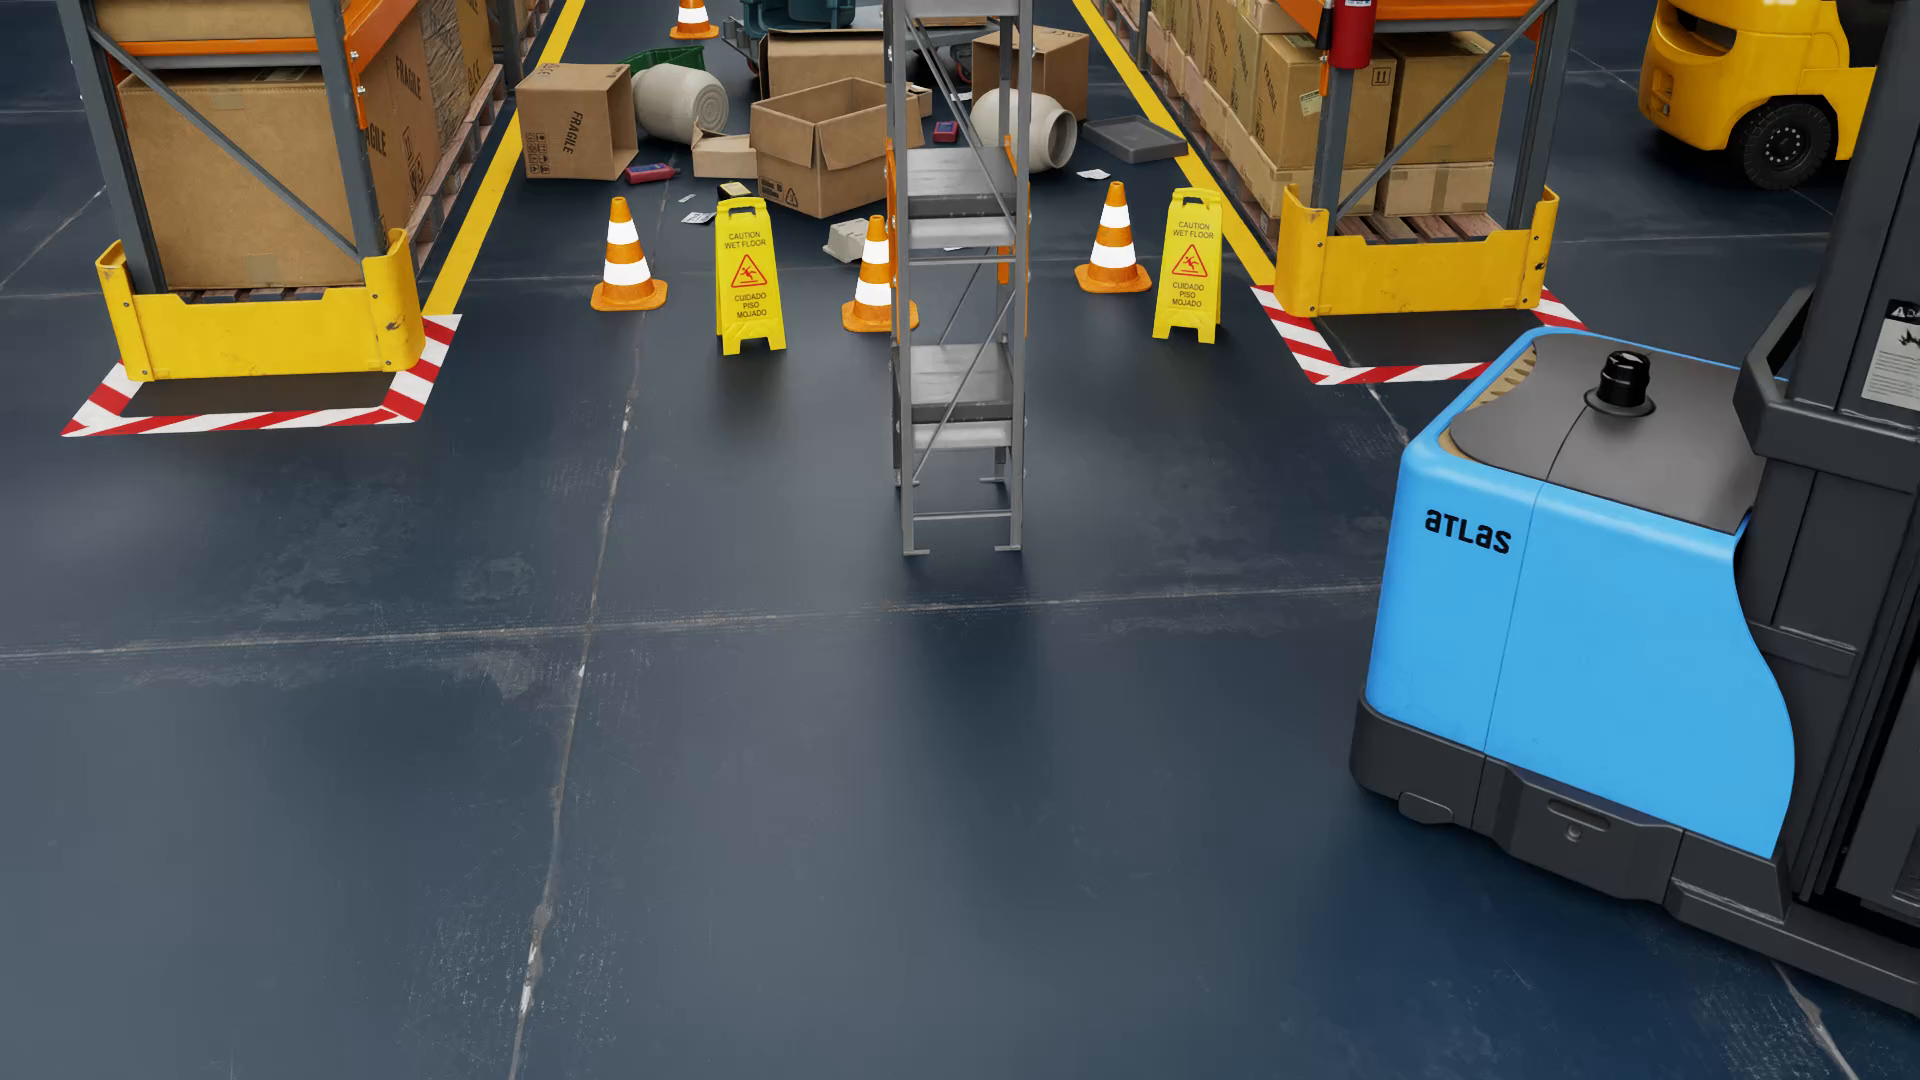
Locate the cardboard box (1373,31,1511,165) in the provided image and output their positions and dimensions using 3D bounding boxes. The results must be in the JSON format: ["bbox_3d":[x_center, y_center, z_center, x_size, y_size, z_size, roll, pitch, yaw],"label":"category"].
[{"bbox_3d":[2.239,-2.113,7.902,0.500,0.500,0.500,-4,31,-6],"label":"cardboard box"}]

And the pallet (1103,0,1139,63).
[{"bbox_3d":[1.594,-3.596,11.565,1.003,0.211,1.213,-3,31,-5],"label":"pallet"}]

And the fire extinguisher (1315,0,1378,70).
[{"bbox_3d":[1.593,-2.240,6.650,0.296,0.674,0.183,-3,31,-5],"label":"fire extinguisher"}]

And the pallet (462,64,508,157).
[{"bbox_3d":[-3.258,-2.518,9.760,1.003,0.211,1.213,-3,31,-5],"label":"pallet"}]

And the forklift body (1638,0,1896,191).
[{"bbox_3d":[4.990,-3.110,8.859,2.313,2.155,1.214,-3,31,-5],"label":"forklift body"}]

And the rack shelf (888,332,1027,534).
[{"bbox_3d":[-0.015,-0.373,5.719,0.431,0.518,0.480,-3,31,-5],"label":"rack shelf"}]

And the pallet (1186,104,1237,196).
[{"bbox_3d":[1.883,-2.233,9.283,1.003,0.211,1.213,-3,31,-5],"label":"pallet"}]

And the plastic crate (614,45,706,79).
[{"bbox_3d":[-1.931,-2.899,10.364,0.450,0.188,0.662,4,30,26],"label":"plastic crate"}]

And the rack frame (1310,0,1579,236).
[{"bbox_3d":[2.041,-2.354,6.765,1.000,3.000,0.127,-3,31,-5],"label":"rack frame"}]

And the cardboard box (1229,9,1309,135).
[{"bbox_3d":[1.655,-2.338,8.280,0.500,0.500,0.500,-2,31,-3],"label":"cardboard box"}]

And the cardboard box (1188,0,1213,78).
[{"bbox_3d":[1.563,-2.866,9.164,0.500,0.500,0.500,-1,31,-2],"label":"cardboard box"}]

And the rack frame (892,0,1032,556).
[{"bbox_3d":[0.007,-0.861,5.144,0.400,2.100,0.015,-3,31,-5],"label":"rack frame"}]

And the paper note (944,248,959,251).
[{"bbox_3d":[-0.029,-1.466,8.175,0.148,0.019,0.142,-14,33,-22],"label":"paper note"}]

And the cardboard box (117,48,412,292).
[{"bbox_3d":[-3.007,-1.676,7.294,0.875,0.875,0.875,-3,31,-4],"label":"cardboard box"}]

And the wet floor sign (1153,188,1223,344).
[{"bbox_3d":[0.994,-1.195,7.121,0.267,0.644,0.232,8,32,13],"label":"wet floor sign"}]

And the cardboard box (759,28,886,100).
[{"bbox_3d":[-0.739,-2.593,9.468,0.797,0.637,0.503,-3,31,-5],"label":"cardboard box"}]

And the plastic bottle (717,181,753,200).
[{"bbox_3d":[-1.195,-1.829,8.753,0.133,0.061,0.283,-14,33,-22],"label":"plastic bottle"}]

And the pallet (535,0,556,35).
[{"bbox_3d":[-3.515,-3.925,12.115,1.003,0.211,1.213,-3,31,-5],"label":"pallet"}]

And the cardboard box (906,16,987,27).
[{"bbox_3d":[-0.102,-3.547,10.463,0.500,0.500,0.500,-3,31,-5],"label":"cardboard box"}]

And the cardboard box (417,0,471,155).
[{"bbox_3d":[-3.174,-2.591,8.825,0.875,0.875,0.875,-3,31,-4],"label":"cardboard box"}]

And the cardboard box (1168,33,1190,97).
[{"bbox_3d":[1.515,-2.810,9.801,0.500,0.250,0.500,-1,31,-2],"label":"cardboard box"}]

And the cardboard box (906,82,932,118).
[{"bbox_3d":[-0.393,-2.703,10.017,0.396,0.266,0.258,27,40,37],"label":"cardboard box"}]

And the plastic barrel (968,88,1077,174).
[{"bbox_3d":[0.341,-2.230,9.070,0.512,0.421,0.421,20,36,29],"label":"plastic barrel"}]

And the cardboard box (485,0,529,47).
[{"bbox_3d":[-3.399,-3.634,10.694,1.050,0.750,0.750,-3,31,-5],"label":"cardboard box"}]

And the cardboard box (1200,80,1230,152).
[{"bbox_3d":[1.603,-2.285,8.922,0.500,0.250,0.500,-4,31,-6],"label":"cardboard box"}]

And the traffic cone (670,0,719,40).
[{"bbox_3d":[-1.873,-3.775,11.619,0.336,0.463,0.334,-3,31,-5],"label":"traffic cone"}]

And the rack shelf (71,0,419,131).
[{"bbox_3d":[-3.064,-2.777,8.176,1.077,0.370,4.000,-3,31,-5],"label":"rack shelf"}]

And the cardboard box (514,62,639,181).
[{"bbox_3d":[-2.084,-2.292,9.097,0.500,0.500,0.500,2,31,4],"label":"cardboard box"}]

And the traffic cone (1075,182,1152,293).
[{"bbox_3d":[0.717,-1.422,7.680,0.336,0.463,0.334,-3,31,-5],"label":"traffic cone"}]

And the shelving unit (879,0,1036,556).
[{"bbox_3d":[-0.015,-0.986,5.353,0.431,2.100,0.503,-3,31,-5],"label":"shelving unit"}]

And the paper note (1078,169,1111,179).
[{"bbox_3d":[0.733,-2.000,9.069,0.142,0.019,0.148,-14,33,-22],"label":"paper note"}]

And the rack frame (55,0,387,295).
[{"bbox_3d":[-2.877,-2.065,6.282,1.000,3.000,0.127,-3,31,-5],"label":"rack frame"}]

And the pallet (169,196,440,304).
[{"bbox_3d":[-3.030,-1.272,7.674,1.003,0.211,1.213,-3,31,-5],"label":"pallet"}]

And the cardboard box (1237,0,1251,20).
[{"bbox_3d":[1.585,-2.663,8.192,0.380,0.149,0.250,-2,31,-4],"label":"cardboard box"}]

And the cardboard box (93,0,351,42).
[{"bbox_3d":[-2.957,-2.317,6.557,0.875,0.550,0.550,-3,31,-5],"label":"cardboard box"}]

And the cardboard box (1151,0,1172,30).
[{"bbox_3d":[1.454,-3.404,10.064,0.500,0.500,0.500,-1,31,-2],"label":"cardboard box"}]

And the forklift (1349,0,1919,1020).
[{"bbox_3d":[2.561,-0.321,3.429,3.031,2.935,1.130,20,36,30],"label":"forklift"}]

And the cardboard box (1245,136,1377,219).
[{"bbox_3d":[1.696,-1.766,8.053,0.500,0.250,0.500,-3,31,-5],"label":"cardboard box"}]

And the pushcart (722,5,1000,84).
[{"bbox_3d":[-0.598,-3.135,10.631,1.648,0.377,0.936,-14,33,-22],"label":"pushcart"}]

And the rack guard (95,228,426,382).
[{"bbox_3d":[-2.875,-0.980,6.902,1.175,0.500,0.348,-3,31,-5],"label":"rack guard"}]

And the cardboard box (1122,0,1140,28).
[{"bbox_3d":[1.616,-3.716,11.199,0.950,0.372,0.625,-2,31,-4],"label":"cardboard box"}]

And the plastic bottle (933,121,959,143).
[{"bbox_3d":[-0.079,-2.386,9.684,0.133,0.061,0.283,2,31,4],"label":"plastic bottle"}]
